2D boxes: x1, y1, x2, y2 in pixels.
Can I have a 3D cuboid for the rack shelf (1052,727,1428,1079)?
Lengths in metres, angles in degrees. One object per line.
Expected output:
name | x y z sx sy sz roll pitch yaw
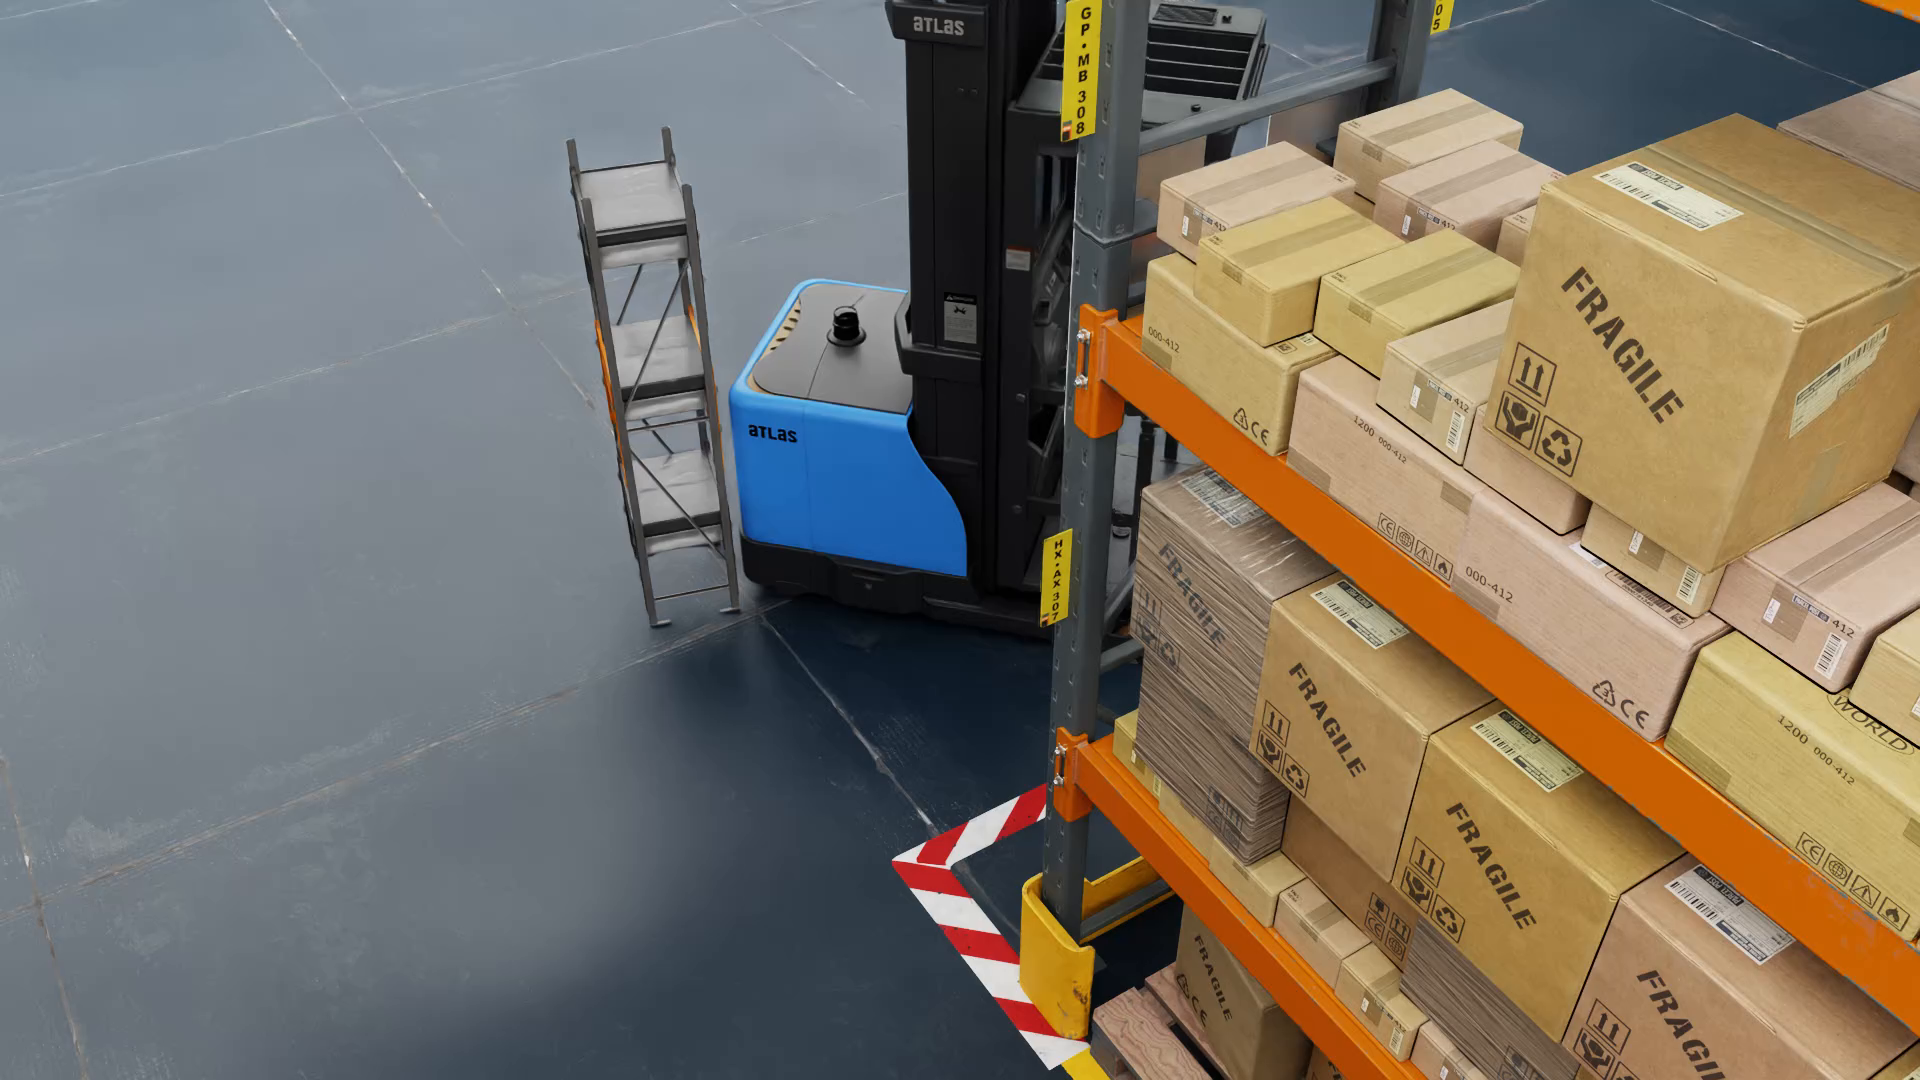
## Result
rack shelf | 1.805 1.611 4.097 1.077 0.370 4.000 -22 45 -24

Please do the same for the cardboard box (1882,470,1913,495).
cardboard box | 1.835 -0.246 3.225 0.380 0.149 0.250 -24 46 -26

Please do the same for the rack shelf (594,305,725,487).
rack shelf | -1.248 -0.601 6.913 0.431 0.518 0.480 -11 41 -13

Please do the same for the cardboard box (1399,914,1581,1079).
cardboard box | 1.604 0.922 4.051 0.875 0.500 0.500 -22 45 -24

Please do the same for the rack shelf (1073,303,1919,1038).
rack shelf | 1.805 0.458 3.136 1.077 0.370 4.000 -22 45 -24

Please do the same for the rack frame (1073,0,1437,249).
rack frame | 0.729 -2.050 3.241 1.000 3.000 0.127 -22 45 -24

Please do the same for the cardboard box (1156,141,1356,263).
cardboard box | 0.683 -0.765 3.848 0.380 0.149 0.250 -23 45 -25

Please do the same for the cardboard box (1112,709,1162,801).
cardboard box | 0.682 0.587 4.959 0.380 0.149 0.250 -22 45 -24

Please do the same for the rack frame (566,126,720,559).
rack frame | -1.318 -0.761 7.084 0.400 2.100 0.015 -11 41 -13

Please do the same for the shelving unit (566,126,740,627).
shelving unit | -1.248 -0.612 6.905 0.431 2.100 0.503 -11 41 -13

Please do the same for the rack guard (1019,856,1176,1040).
rack guard | 0.770 1.256 5.913 1.175 0.500 0.348 -22 45 -24

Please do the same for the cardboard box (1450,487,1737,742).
cardboard box | 1.316 0.054 3.177 0.500 0.250 0.500 -22 45 -25

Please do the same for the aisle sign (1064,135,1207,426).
aisle sign | 0.443 -0.674 4.246 0.394 0.787 0.004 -22 45 -24

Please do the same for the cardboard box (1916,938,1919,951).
cardboard box | 1.864 0.604 2.517 0.500 0.250 0.500 -23 45 -25

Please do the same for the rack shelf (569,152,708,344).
rack shelf | -1.248 -1.139 6.465 0.431 0.518 0.480 -11 41 -13

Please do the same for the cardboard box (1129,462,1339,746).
cardboard box | 0.795 0.109 4.246 0.500 0.500 0.500 -22 45 -24

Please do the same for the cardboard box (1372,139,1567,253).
cardboard box | 1.183 -0.770 3.854 0.380 0.149 0.250 -24 45 -26

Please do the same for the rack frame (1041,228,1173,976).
rack frame | 0.729 0.255 5.162 1.000 3.000 0.127 -22 45 -24

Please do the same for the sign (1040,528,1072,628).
sign | 0.272 0.109 4.660 0.100 0.325 0.005 -22 45 -24

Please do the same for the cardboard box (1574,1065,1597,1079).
cardboard box | 1.863 1.196 3.722 0.875 0.500 0.500 -22 45 -24

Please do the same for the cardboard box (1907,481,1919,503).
cardboard box | 1.943 -0.082 3.028 0.380 0.149 0.250 -25 46 -26

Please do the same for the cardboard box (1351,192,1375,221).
cardboard box | 1.203 -0.667 4.042 0.500 0.250 0.500 -21 44 -23

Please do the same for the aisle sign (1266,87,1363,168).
aisle sign | 0.949 -0.881 4.494 0.394 0.787 0.004 -22 45 -24

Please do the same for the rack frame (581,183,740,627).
rack frame | -1.178 -0.462 6.725 0.400 2.100 0.015 -11 41 -13

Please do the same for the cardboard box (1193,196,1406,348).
cardboard box | 0.740 -0.592 3.640 0.380 0.149 0.250 -21 44 -23

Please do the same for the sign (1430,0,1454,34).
sign | 1.208 -1.418 4.134 0.100 0.325 0.005 -22 45 -24

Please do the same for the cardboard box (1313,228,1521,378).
cardboard box | 0.980 -0.498 3.527 0.380 0.149 0.250 -23 45 -25

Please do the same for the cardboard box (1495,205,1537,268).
cardboard box | 1.422 -0.660 3.722 0.380 0.149 0.250 -24 46 -26

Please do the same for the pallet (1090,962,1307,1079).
pallet | 1.177 1.818 5.464 1.003 0.211 1.213 -22 45 -24

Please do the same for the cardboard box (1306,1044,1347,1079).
cardboard box | 1.401 1.707 5.043 0.500 0.500 0.500 -11 41 -13

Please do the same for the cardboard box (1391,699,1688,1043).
cardboard box | 1.328 0.650 3.596 0.500 0.500 0.500 -22 45 -24

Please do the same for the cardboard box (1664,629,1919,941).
cardboard box | 1.600 0.333 2.842 0.500 0.250 0.500 -21 44 -23

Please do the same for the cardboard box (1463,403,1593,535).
cardboard box | 1.194 -0.194 3.163 0.380 0.149 0.250 -22 45 -25

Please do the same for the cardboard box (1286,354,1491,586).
cardboard box | 1.053 -0.215 3.499 0.500 0.250 0.500 -23 45 -25

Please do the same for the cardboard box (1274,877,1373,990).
cardboard box | 1.074 0.997 4.468 0.380 0.149 0.250 -22 45 -24

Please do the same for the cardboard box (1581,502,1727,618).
cardboard box | 1.353 -0.051 2.991 0.380 0.149 0.250 -24 46 -26

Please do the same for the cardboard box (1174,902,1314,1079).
cardboard box | 1.051 1.396 5.416 0.500 0.500 0.500 -14 42 -17

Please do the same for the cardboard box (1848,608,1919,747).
cardboard box | 1.678 0.204 2.685 0.380 0.149 0.250 -24 45 -26

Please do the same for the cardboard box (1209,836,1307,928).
cardboard box | 0.922 0.869 4.621 0.380 0.149 0.250 -22 45 -24

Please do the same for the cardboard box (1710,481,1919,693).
cardboard box | 1.527 0.067 2.849 0.380 0.149 0.250 -23 45 -25

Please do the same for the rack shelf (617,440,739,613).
rack shelf | -1.248 -0.064 7.361 0.431 0.518 0.480 -11 41 -13

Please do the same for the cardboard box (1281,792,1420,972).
cardboard box | 1.372 0.637 4.393 0.875 0.500 0.500 -22 45 -24

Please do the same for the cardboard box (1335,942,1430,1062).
cardboard box | 1.202 1.134 4.303 0.380 0.149 0.250 -22 45 -24

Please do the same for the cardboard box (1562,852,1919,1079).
cardboard box | 1.602 0.918 3.274 0.500 0.500 0.500 -22 45 -24

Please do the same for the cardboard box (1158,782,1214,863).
cardboard box | 0.800 0.729 4.789 0.380 0.149 0.250 -22 45 -24

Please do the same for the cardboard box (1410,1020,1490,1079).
cardboard box | 1.359 1.259 4.152 0.380 0.149 0.250 -22 45 -24

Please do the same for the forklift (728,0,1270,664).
forklift | 0.595 -0.971 6.687 3.031 2.935 1.130 9 41 11

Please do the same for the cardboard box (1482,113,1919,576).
cardboard box | 1.300 -0.348 2.841 0.500 0.500 0.500 -22 45 -25

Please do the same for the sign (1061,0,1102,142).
sign | 0.272 -1.047 3.697 0.100 0.325 0.005 -22 45 -24

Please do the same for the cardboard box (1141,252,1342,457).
cardboard box | 0.771 -0.491 3.831 0.500 0.250 0.500 -21 44 -23

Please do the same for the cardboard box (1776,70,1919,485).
cardboard box | 1.776 -0.493 3.015 0.500 0.500 0.500 -22 45 -24

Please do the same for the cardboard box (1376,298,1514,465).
cardboard box | 1.066 -0.326 3.322 0.380 0.149 0.250 -20 44 -23

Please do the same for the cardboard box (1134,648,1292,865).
cardboard box | 1.002 0.408 4.667 0.875 0.500 0.500 -22 45 -24

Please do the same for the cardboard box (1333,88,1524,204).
cardboard box | 1.142 -0.951 4.071 0.380 0.149 0.250 -22 45 -24

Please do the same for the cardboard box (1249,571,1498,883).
cardboard box | 1.058 0.381 3.919 0.500 0.500 0.500 -22 45 -24
